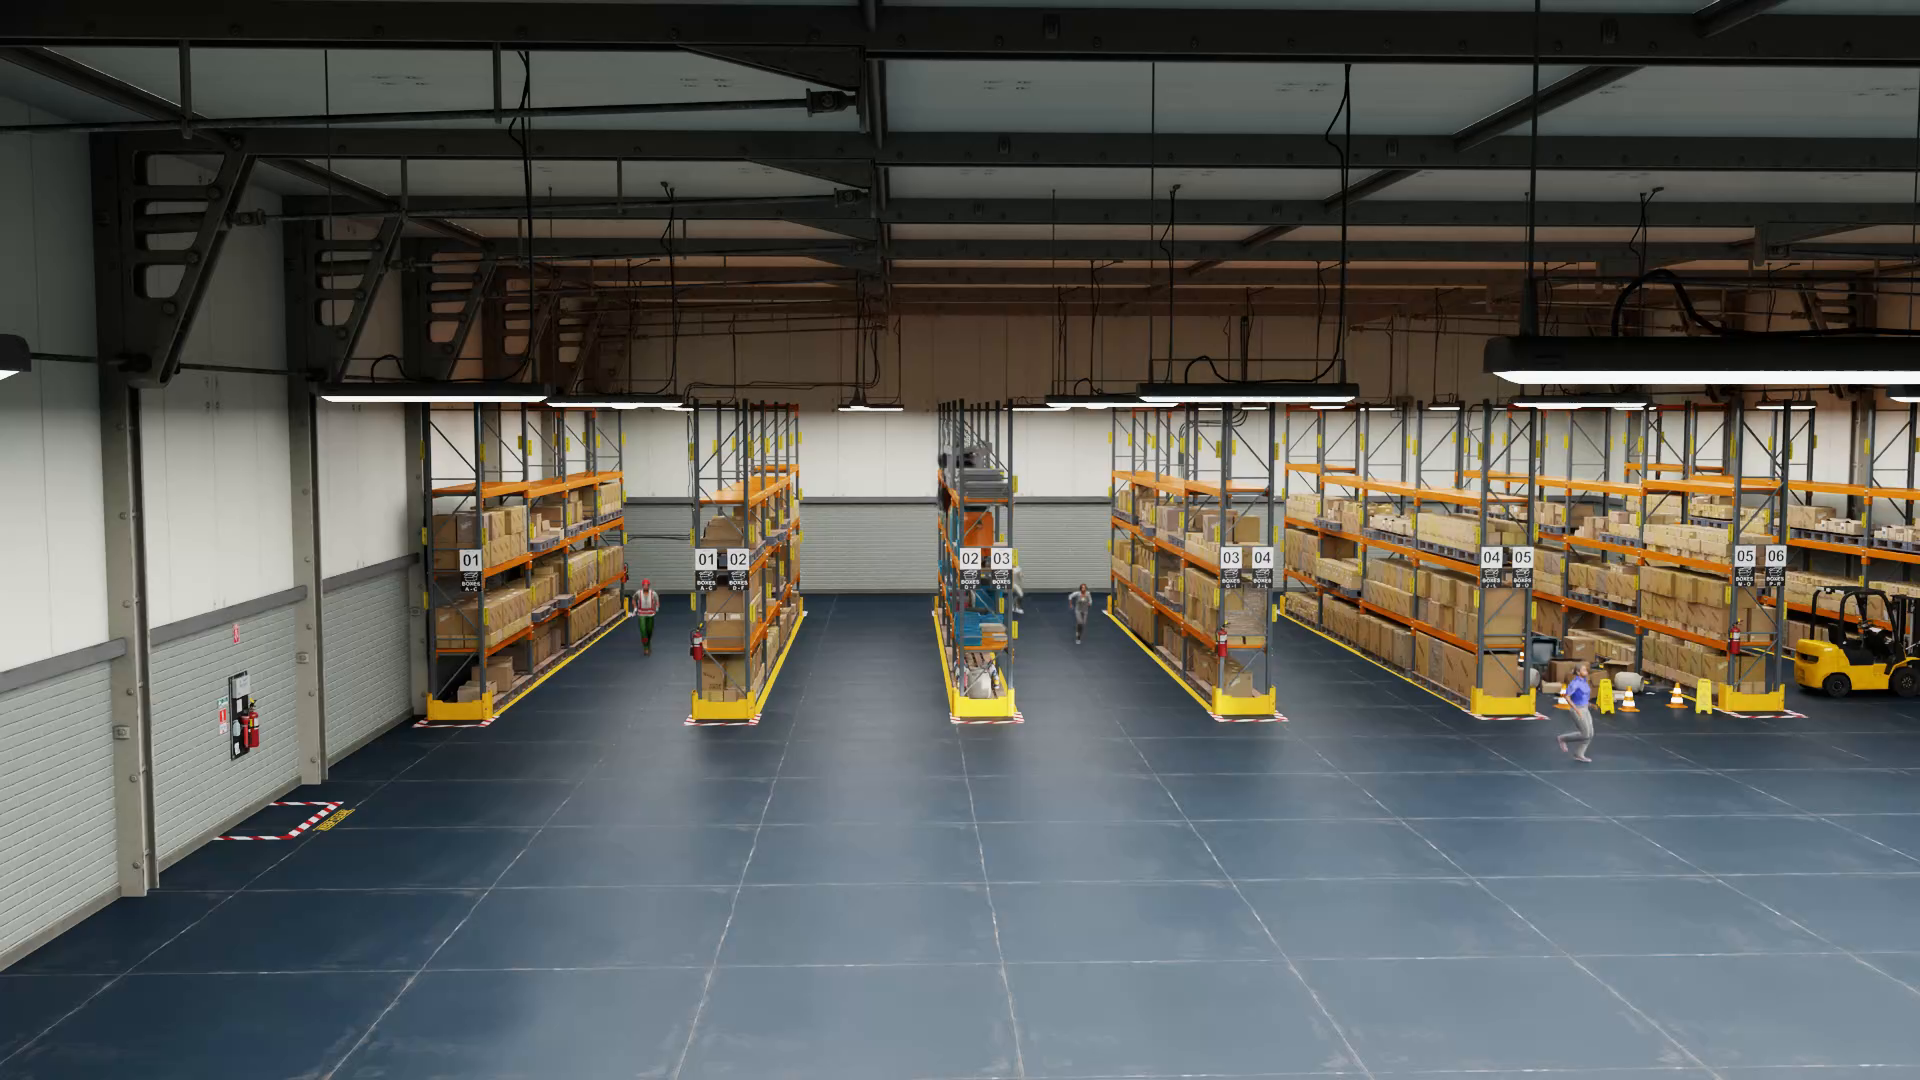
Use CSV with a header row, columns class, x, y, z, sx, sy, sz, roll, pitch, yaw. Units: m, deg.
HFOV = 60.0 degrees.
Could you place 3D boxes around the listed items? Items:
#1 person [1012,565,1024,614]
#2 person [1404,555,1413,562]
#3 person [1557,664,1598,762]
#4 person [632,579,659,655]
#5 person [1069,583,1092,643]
class,x,y,z,sx,sy,sz,roll,pitch,yaw
person,1.567,1.299,47.656,0.578,1.657,0.666,-4,6,-41
person,13.550,1.177,49.030,1.050,1.732,0.696,0,4,-1
person,10.202,2.842,27.455,0.567,1.613,0.588,4,6,43
person,-7.533,1.815,39.876,0.631,1.779,0.954,-1,5,-15
person,3.009,1.823,41.309,0.524,1.525,0.736,-1,4,-13
